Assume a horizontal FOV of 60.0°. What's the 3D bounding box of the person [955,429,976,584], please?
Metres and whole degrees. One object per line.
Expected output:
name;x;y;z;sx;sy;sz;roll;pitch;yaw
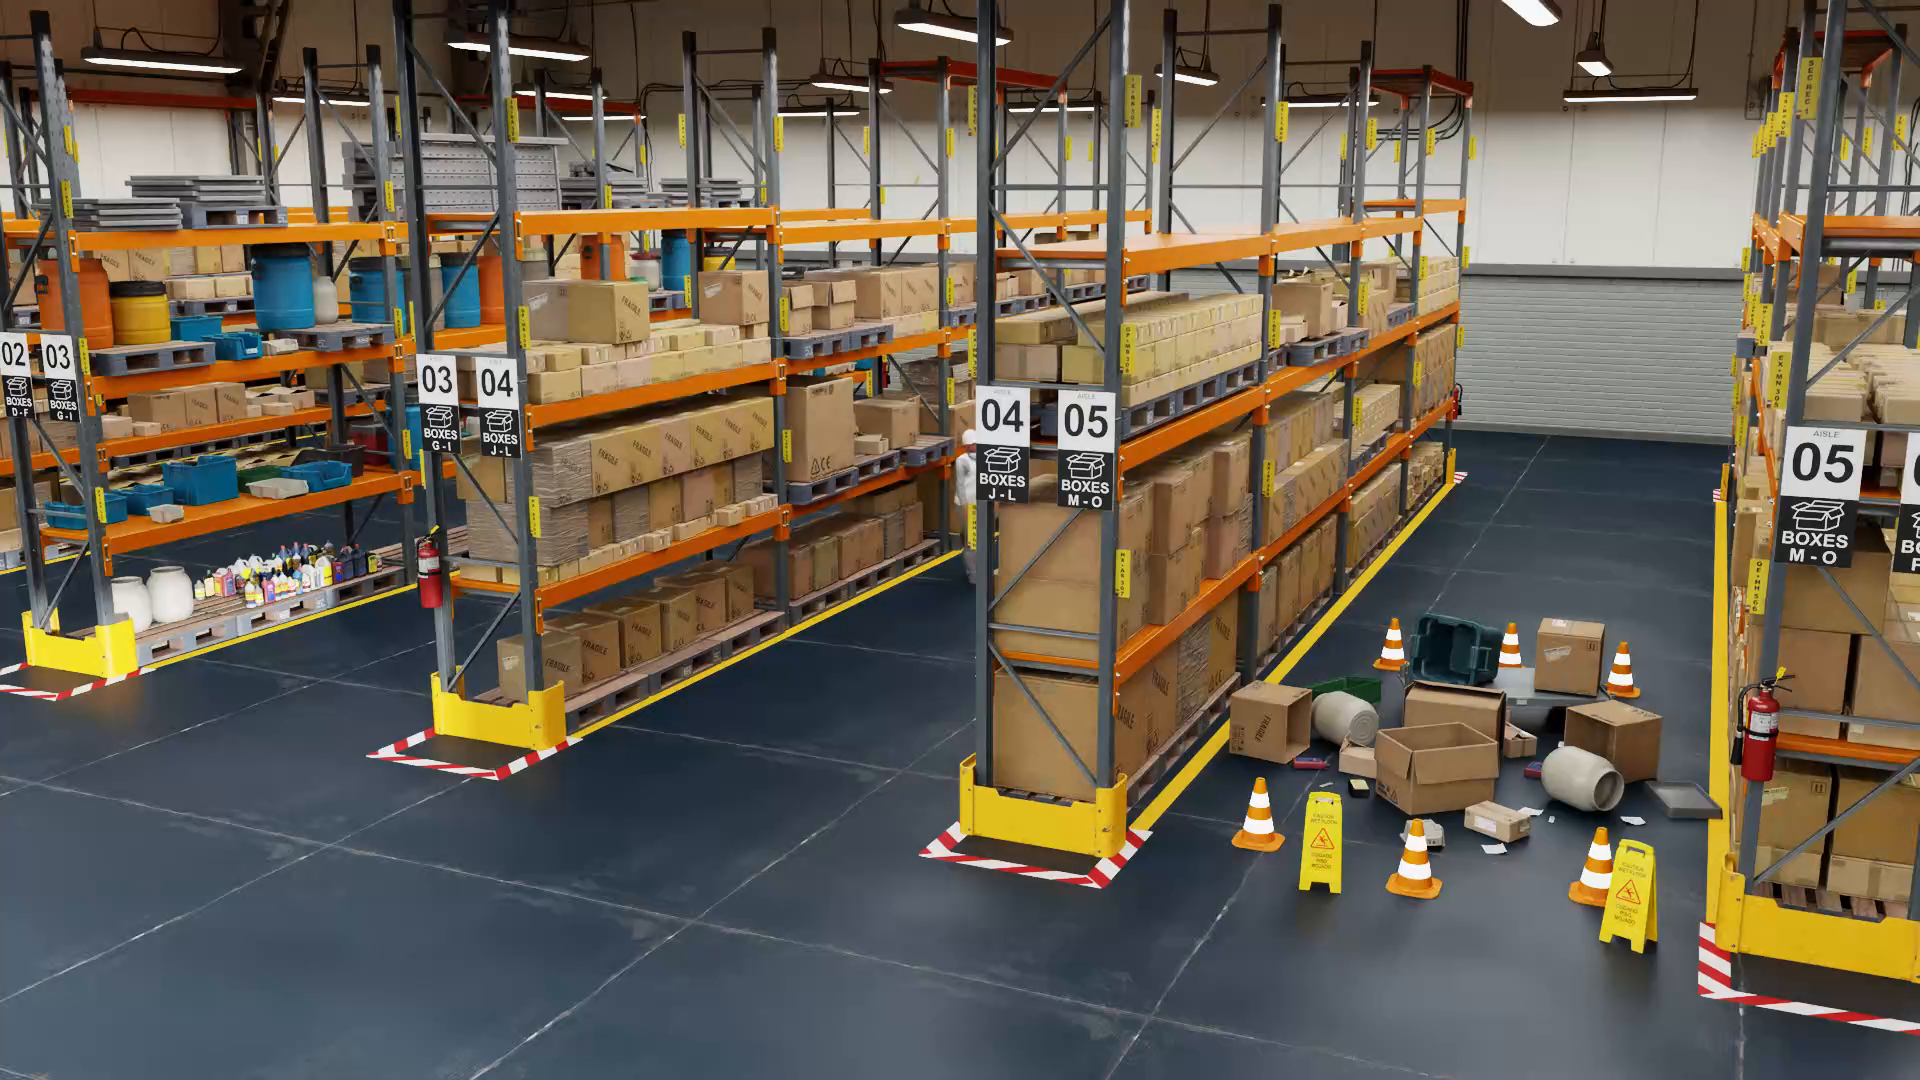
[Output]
person;0.227;-0.388;19.097;0.533;1.777;0.585;10;16;38
